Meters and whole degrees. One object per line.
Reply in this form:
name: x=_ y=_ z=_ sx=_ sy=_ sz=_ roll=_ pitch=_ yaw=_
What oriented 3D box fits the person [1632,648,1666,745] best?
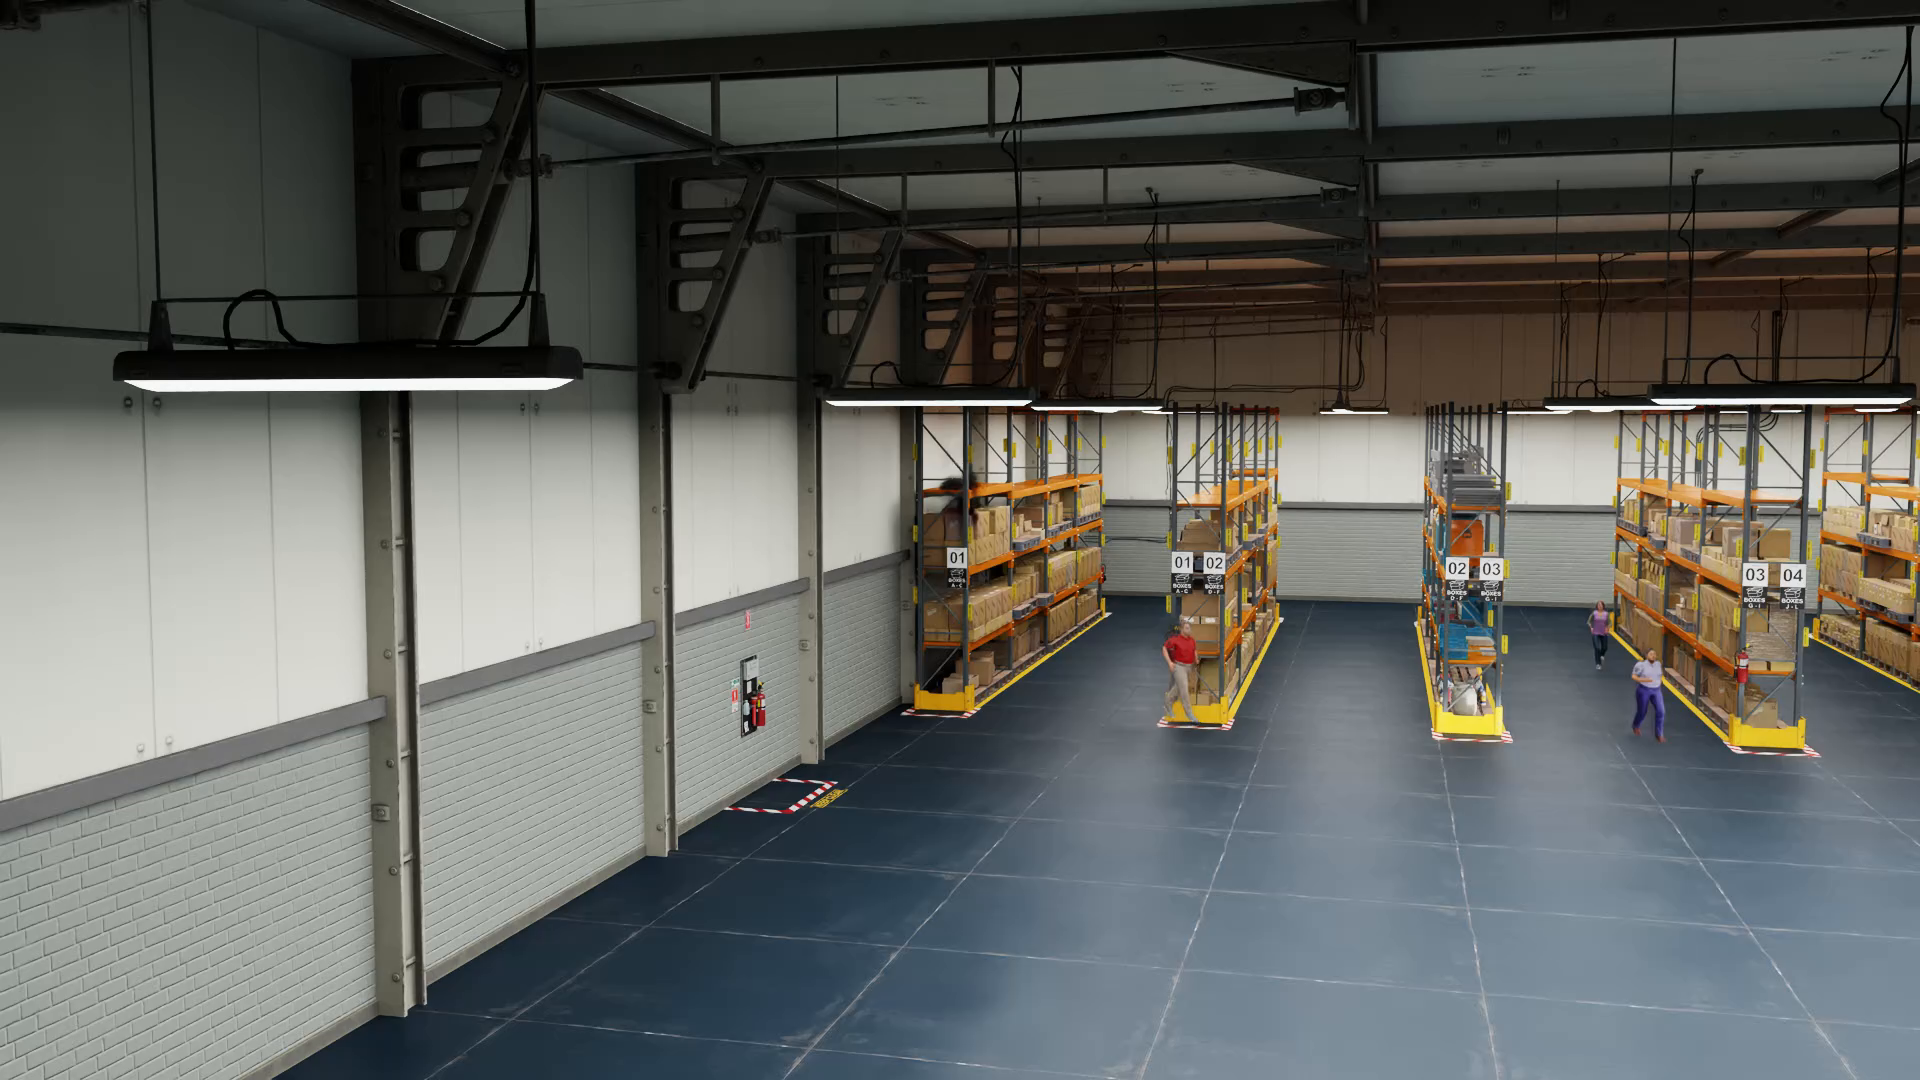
person: x=12.200 y=2.744 z=29.493 sx=0.623 sy=1.670 sz=0.873 roll=0 pitch=4 yaw=0

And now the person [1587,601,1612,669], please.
person: x=14.563 y=2.150 z=37.888 sx=0.535 sy=1.548 sz=0.567 roll=1 pitch=4 yaw=17

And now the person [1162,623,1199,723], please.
person: x=4.033 y=2.369 z=30.022 sx=0.678 sy=1.764 sz=0.903 roll=-4 pitch=6 yaw=-43
